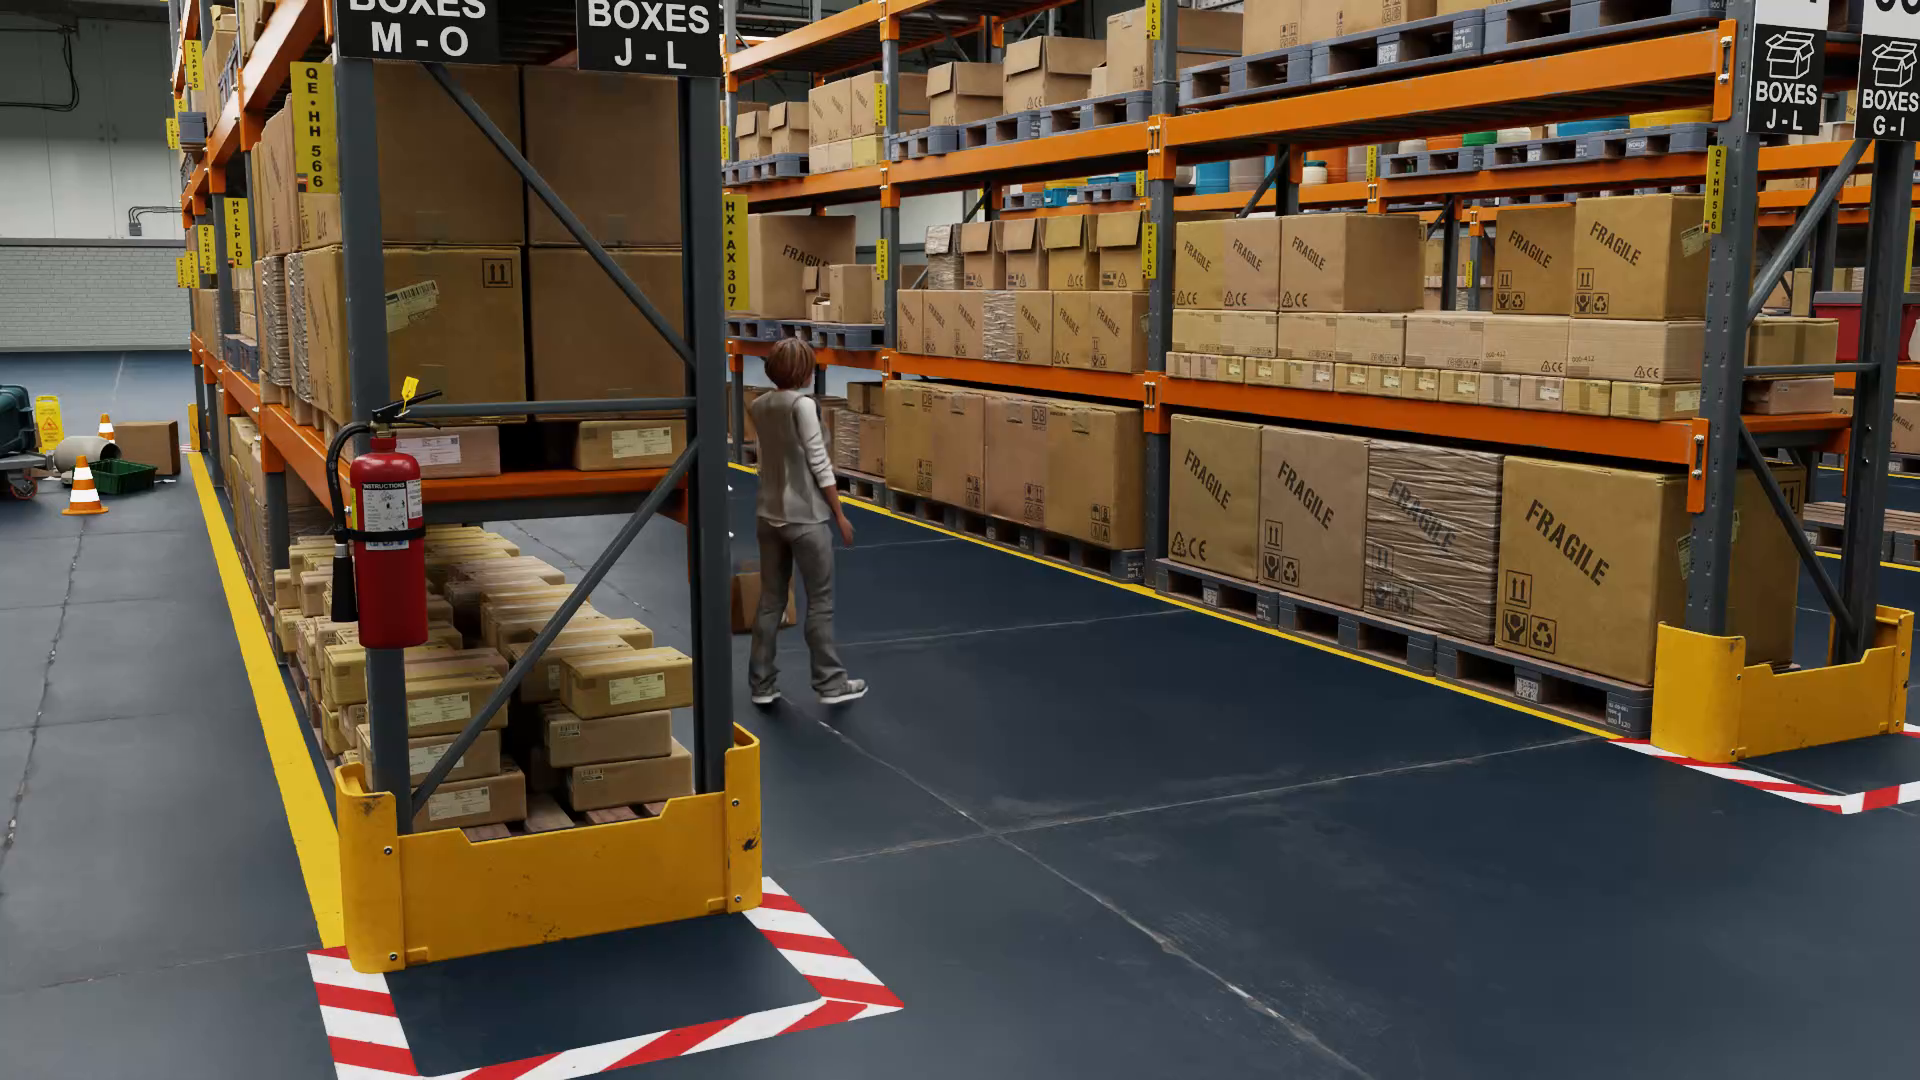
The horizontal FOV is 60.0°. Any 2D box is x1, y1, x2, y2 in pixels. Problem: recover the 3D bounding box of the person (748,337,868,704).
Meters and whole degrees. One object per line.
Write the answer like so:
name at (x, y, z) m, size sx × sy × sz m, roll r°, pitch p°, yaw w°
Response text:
person at (-0.672, -0.076, 7.228) m, size 0.490 × 1.603 × 0.487 m, roll -8°, pitch 12°, yaw -44°
